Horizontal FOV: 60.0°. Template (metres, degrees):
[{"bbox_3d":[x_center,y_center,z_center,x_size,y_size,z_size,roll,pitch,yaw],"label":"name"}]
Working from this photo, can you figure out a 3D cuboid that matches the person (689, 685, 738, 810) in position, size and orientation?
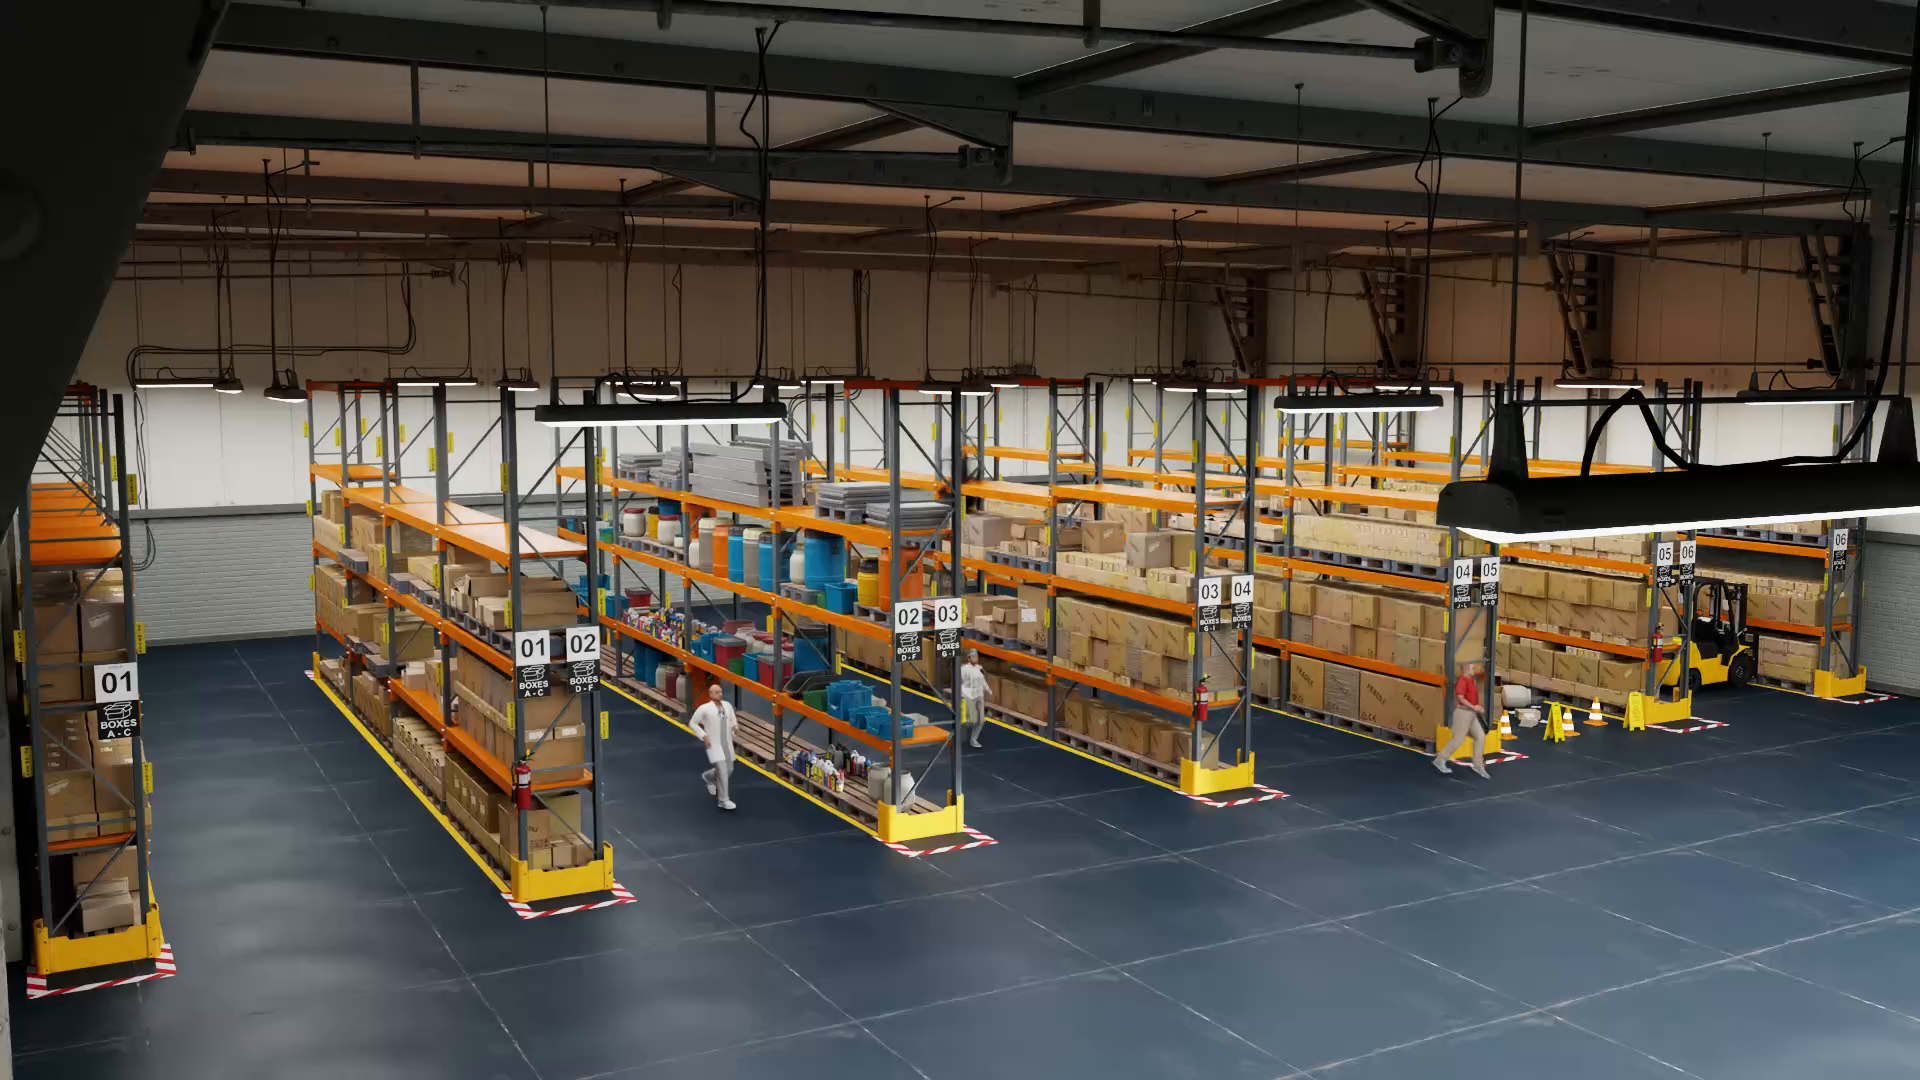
[{"bbox_3d":[-3.481,2.935,23.789,0.719,1.744,0.883,-6,8,-43],"label":"person"}]

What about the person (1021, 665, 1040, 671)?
[{"bbox_3d":[1.525,1.833,34.317,0.680,1.848,0.752,-4,7,-31],"label":"person"}]

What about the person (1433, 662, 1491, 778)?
[{"bbox_3d":[7.808,2.767,25.671,0.854,1.759,0.742,3,7,28],"label":"person"}]

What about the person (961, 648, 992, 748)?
[{"bbox_3d":[0.197,2.597,27.418,0.499,1.648,0.571,-5,8,-37],"label":"person"}]
